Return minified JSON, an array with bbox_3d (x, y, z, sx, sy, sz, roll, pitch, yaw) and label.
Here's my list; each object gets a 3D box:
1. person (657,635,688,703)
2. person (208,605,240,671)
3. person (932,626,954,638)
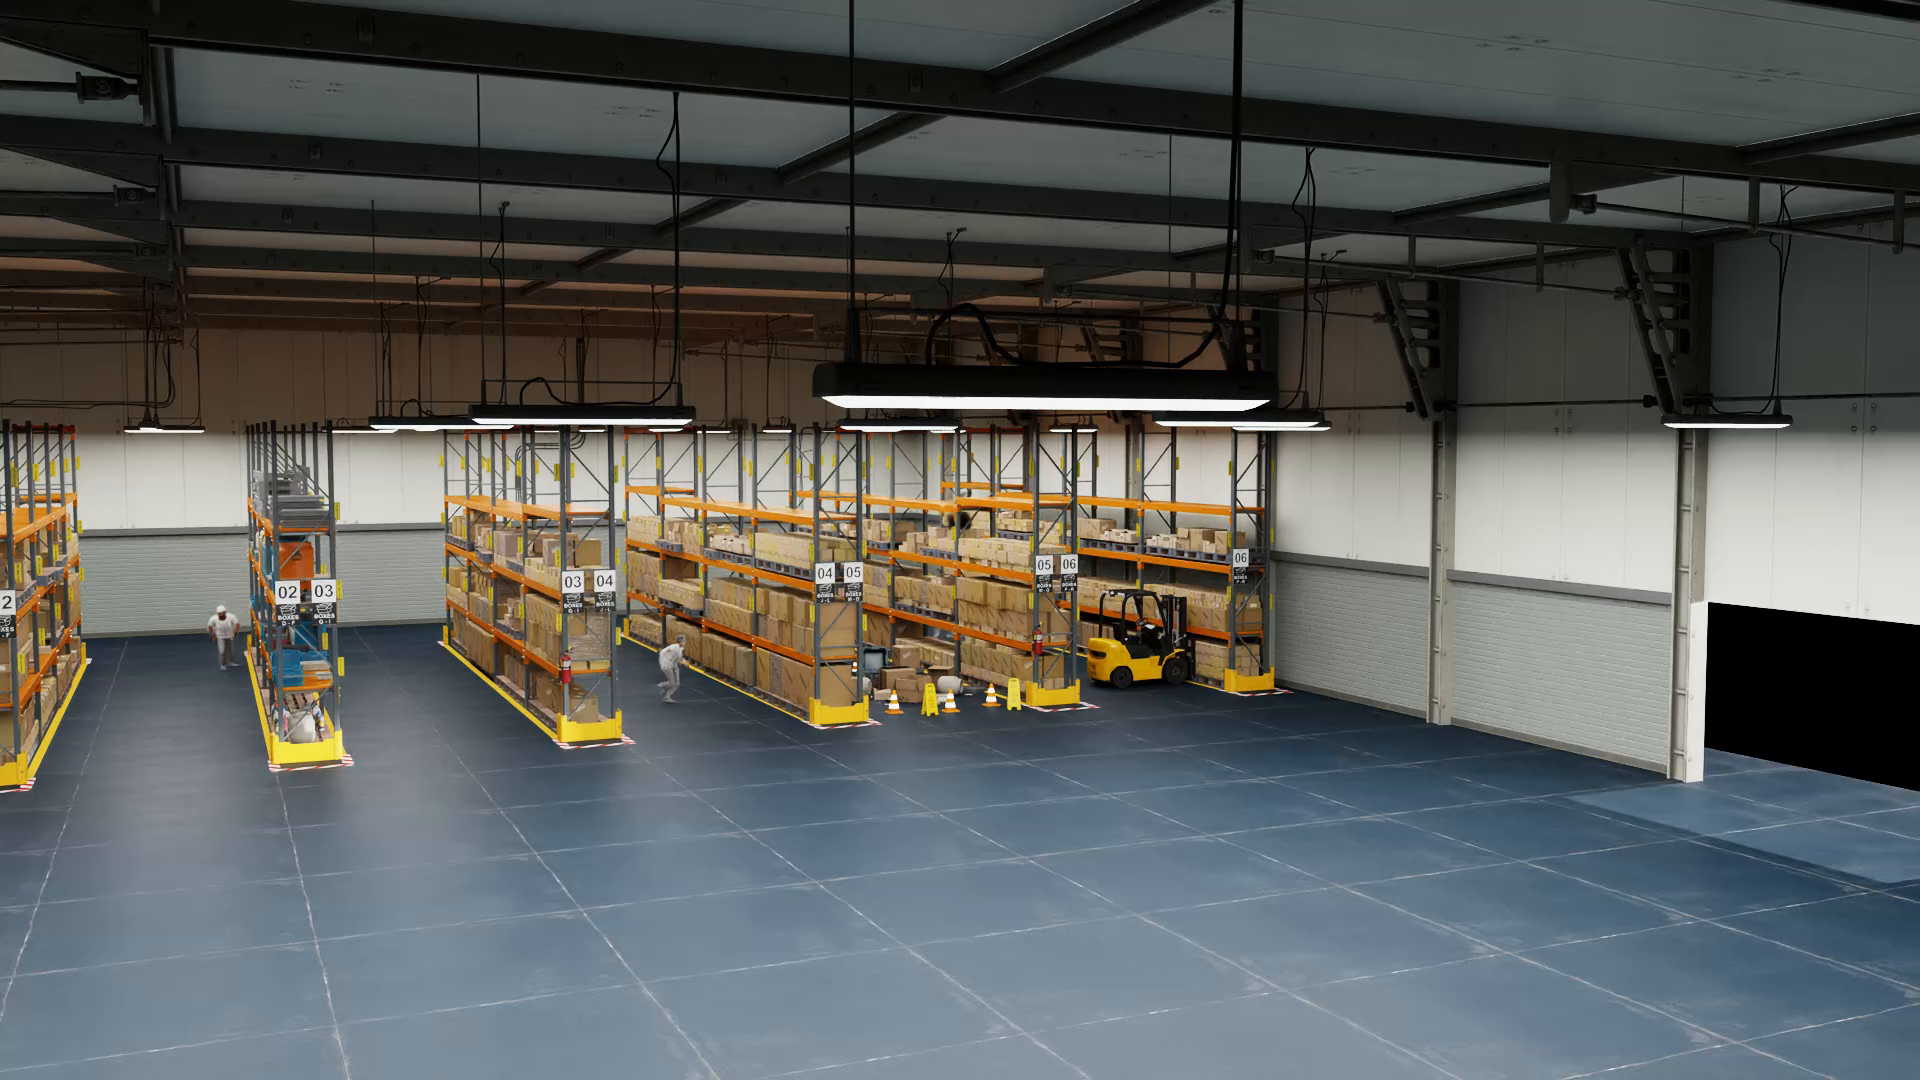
[{"bbox_3d":[-6.204,2.764,35.665,0.808,1.485,0.640,2,4,33],"label":"person"},{"bbox_3d":[-17.985,2.377,40.687,0.739,1.620,0.876,-3,4,-35],"label":"person"},{"bbox_3d":[-0.518,1.988,46.876,0.955,1.632,0.560,3,5,40],"label":"person"}]
